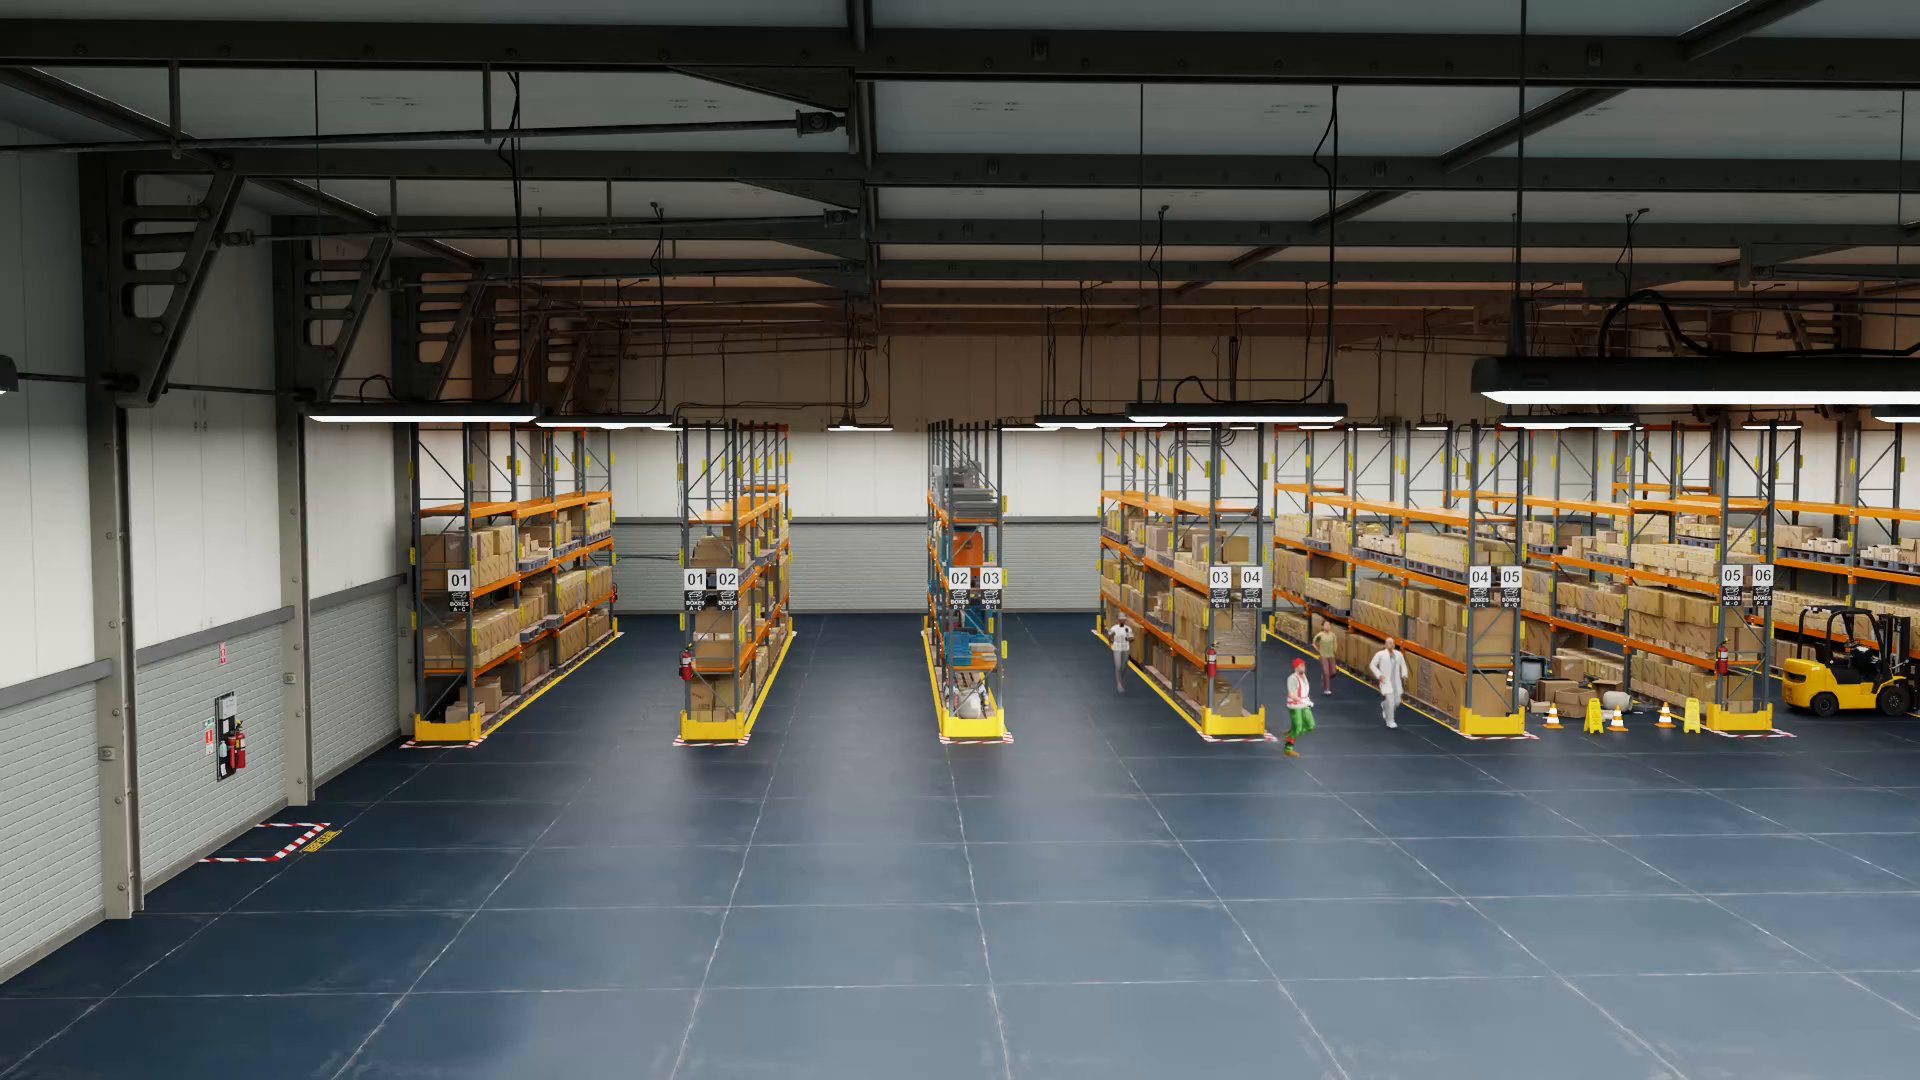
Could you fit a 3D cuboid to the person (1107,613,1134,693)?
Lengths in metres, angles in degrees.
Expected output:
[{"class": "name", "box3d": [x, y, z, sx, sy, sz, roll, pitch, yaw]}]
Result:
[{"class": "person", "box3d": [3.596, 2.486, 37.080, 0.562, 1.721, 0.885, -1, 4, -8]}]

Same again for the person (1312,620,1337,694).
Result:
[{"class": "person", "box3d": [8.045, 2.565, 36.617, 0.579, 1.619, 0.609, -1, 4, -8]}]

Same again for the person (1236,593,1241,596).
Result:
[{"class": "person", "box3d": [7.818, 1.979, 45.626, 0.578, 1.664, 0.665, 0, 4, -6]}]

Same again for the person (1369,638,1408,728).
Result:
[{"class": "person", "box3d": [8.375, 2.767, 32.524, 0.751, 1.733, 0.767, -1, 4, -13]}]

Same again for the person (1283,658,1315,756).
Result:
[{"class": "person", "box3d": [6.043, 2.963, 29.524, 0.661, 1.740, 0.680, 3, 5, 41]}]
